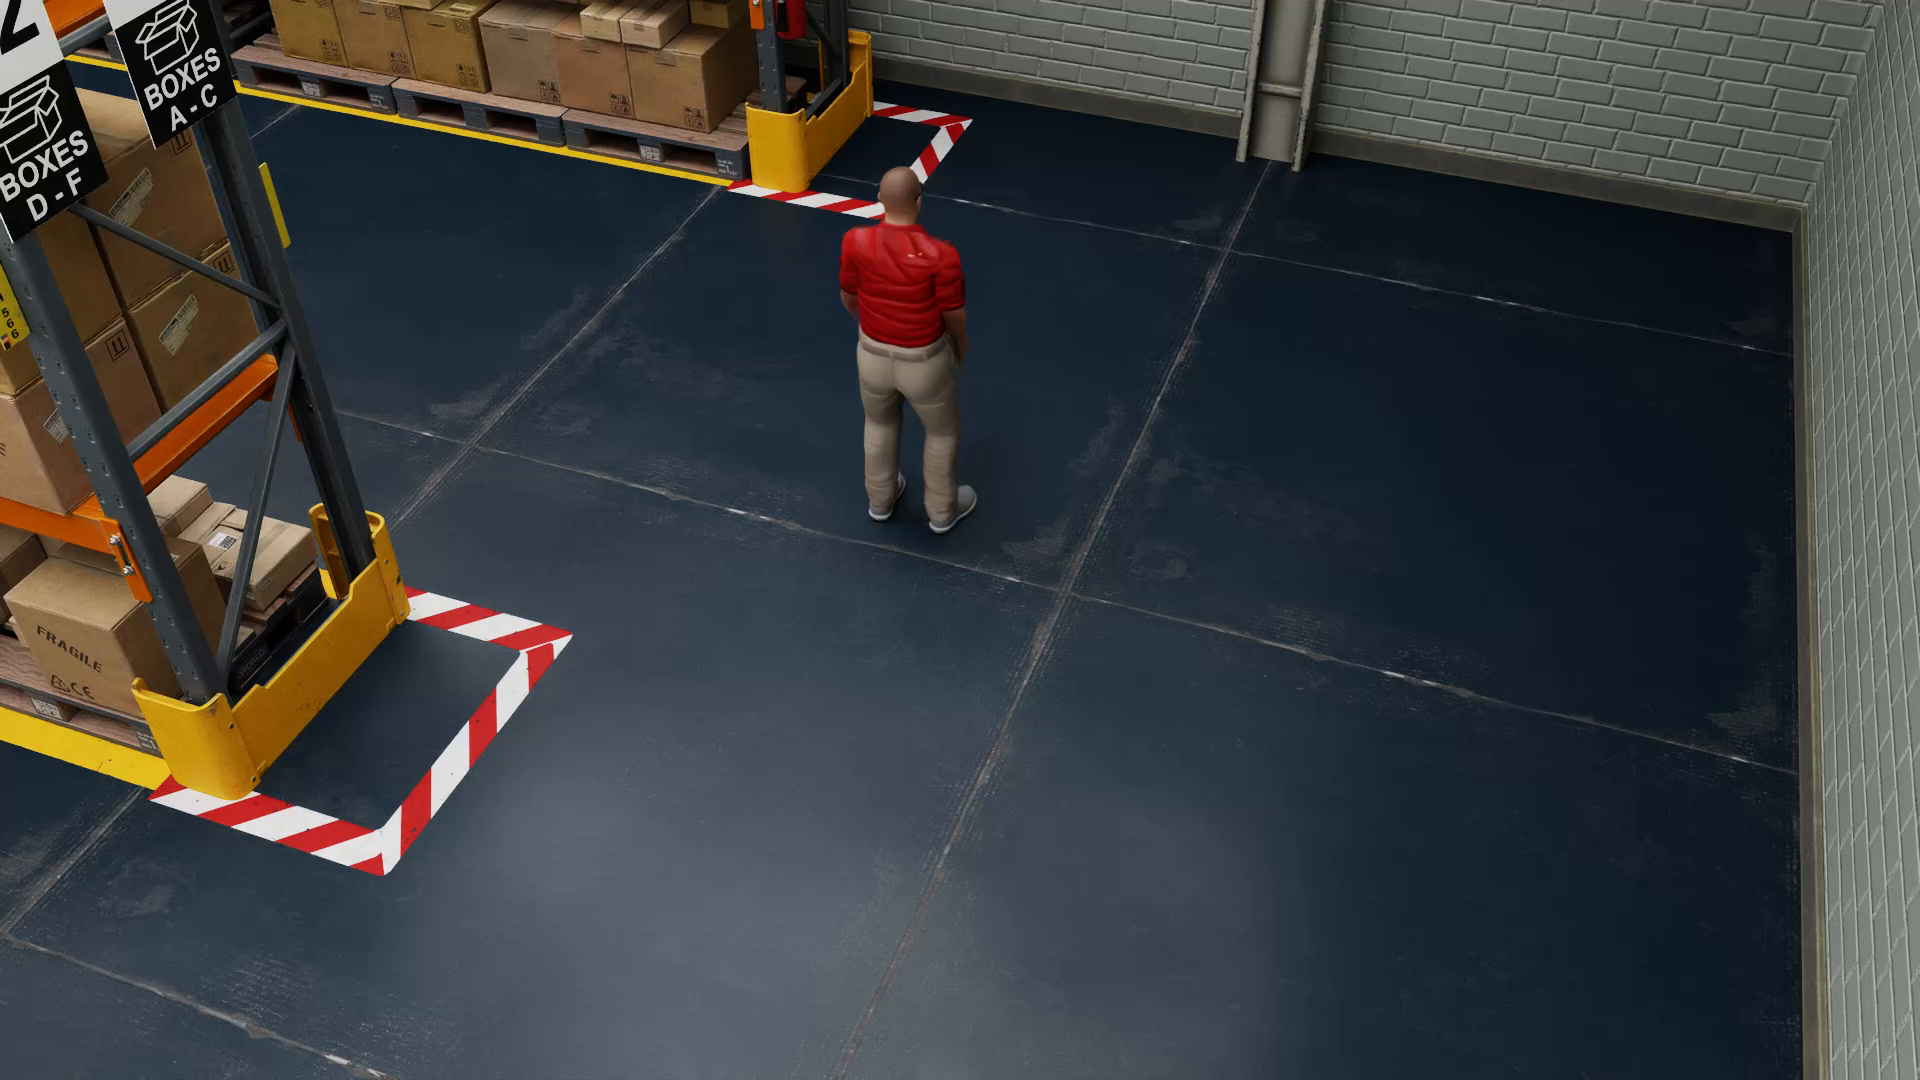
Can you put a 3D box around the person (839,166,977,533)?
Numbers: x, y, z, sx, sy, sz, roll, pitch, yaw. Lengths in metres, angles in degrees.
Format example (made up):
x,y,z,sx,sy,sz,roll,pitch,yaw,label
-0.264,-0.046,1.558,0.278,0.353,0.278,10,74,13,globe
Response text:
x,y,z,sx,sy,sz,roll,pitch,yaw,label
-0.220,-0.795,7.071,0.547,1.733,0.405,13,43,14,person
